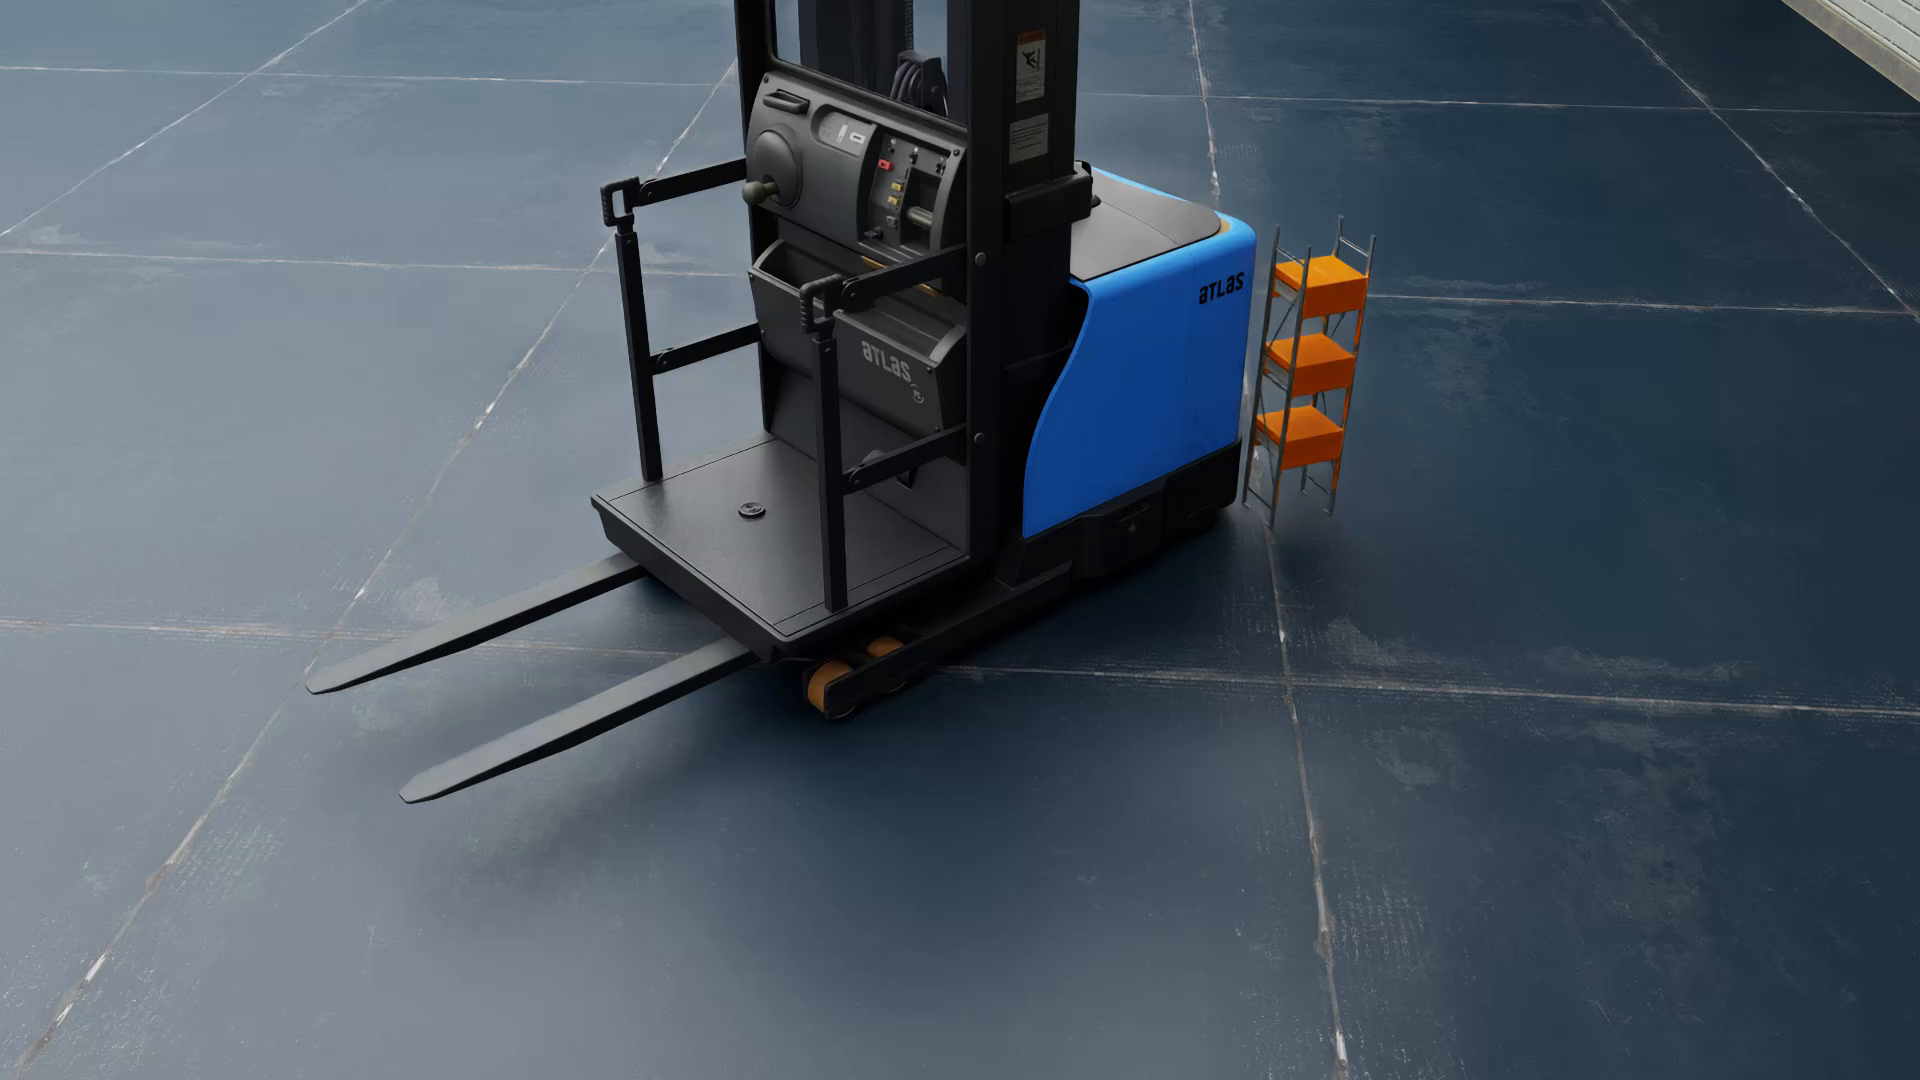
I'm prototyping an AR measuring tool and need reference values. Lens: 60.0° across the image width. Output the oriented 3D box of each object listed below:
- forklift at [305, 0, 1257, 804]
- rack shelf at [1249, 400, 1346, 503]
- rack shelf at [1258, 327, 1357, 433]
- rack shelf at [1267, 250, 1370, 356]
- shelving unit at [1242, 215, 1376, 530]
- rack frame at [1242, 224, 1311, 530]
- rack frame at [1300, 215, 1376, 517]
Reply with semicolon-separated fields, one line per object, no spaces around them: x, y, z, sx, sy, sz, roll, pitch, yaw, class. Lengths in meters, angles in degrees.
-0.473;-1.036;4.637;3.031;2.935;1.130;-24;39;-34;forklift
1.167;-0.310;5.796;0.240;0.259;0.215;-12;34;-20;rack shelf
1.171;-0.545;5.648;0.240;0.259;0.215;-12;34;-20;rack shelf
1.176;-0.785;5.498;0.240;0.259;0.215;-12;34;-20;rack shelf
1.172;-0.554;5.643;0.252;1.050;0.215;-12;34;-20;shelving unit
1.059;-0.530;5.602;0.008;1.050;0.200;-12;34;-20;rack frame
1.284;-0.578;5.684;0.008;1.050;0.200;-12;34;-20;rack frame
